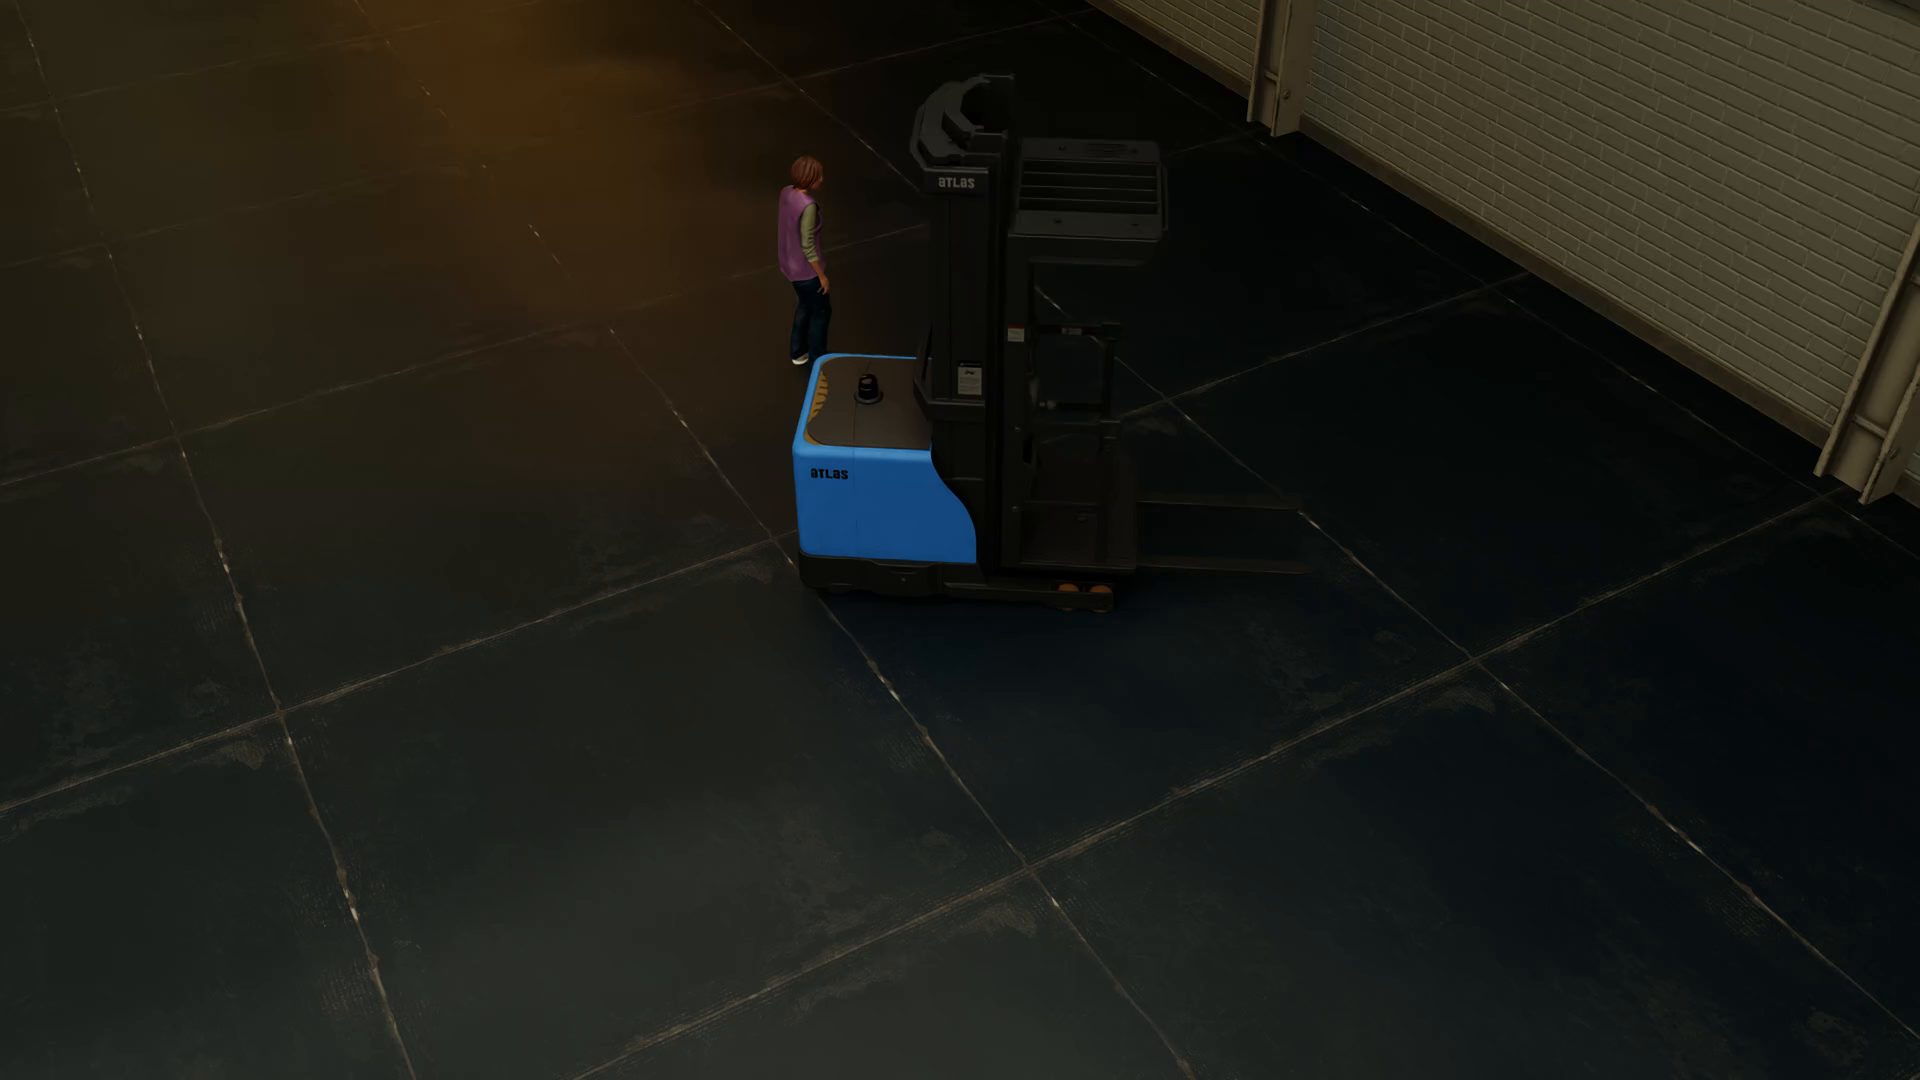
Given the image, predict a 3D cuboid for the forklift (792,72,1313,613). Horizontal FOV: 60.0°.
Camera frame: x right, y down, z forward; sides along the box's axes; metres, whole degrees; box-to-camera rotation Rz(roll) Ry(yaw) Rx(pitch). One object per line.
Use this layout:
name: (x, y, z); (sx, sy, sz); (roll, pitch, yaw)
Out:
forklift: (0.586, -1.053, 9.306); (3.031, 2.935, 1.130); (3, 40, 3)

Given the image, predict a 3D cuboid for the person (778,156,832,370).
person: (-1.033, -1.857, 11.327); (0.367, 1.589, 0.514); (-20, 44, -22)
